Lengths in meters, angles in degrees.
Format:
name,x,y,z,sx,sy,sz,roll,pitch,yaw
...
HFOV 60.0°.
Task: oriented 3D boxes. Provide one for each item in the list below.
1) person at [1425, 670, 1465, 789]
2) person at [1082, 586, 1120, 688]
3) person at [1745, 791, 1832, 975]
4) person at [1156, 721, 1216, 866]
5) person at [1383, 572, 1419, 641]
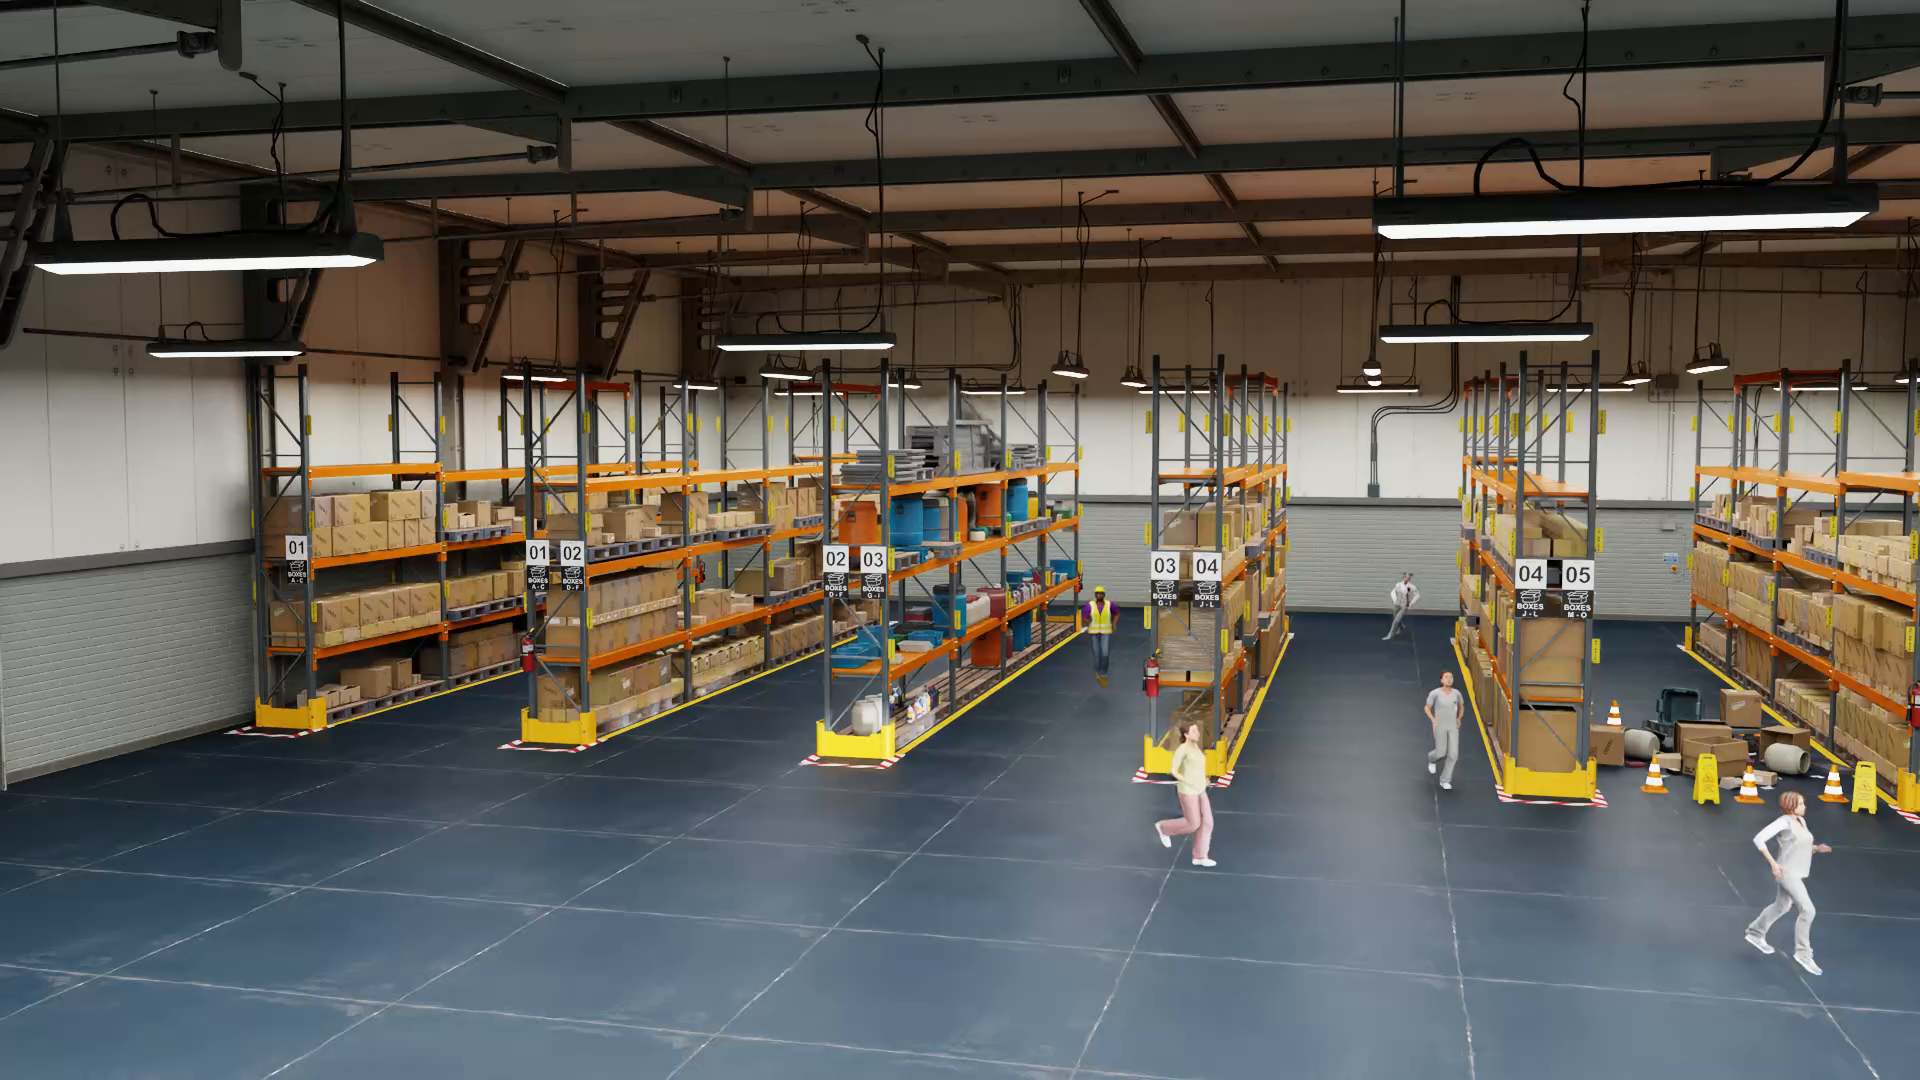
name,x,y,z,sx,sy,sz,roll,pitch,yaw
person,6.740,2.605,23.070,0.557,1.618,0.646,0,4,-2
person,2.559,1.768,30.329,0.677,1.857,0.679,1,4,8
person,7.659,3.134,15.392,0.737,1.643,0.510,4,5,43
person,2.621,2.876,19.006,0.776,1.637,0.579,3,5,40
person,10.344,1.530,38.717,0.668,1.611,0.859,3,5,40
